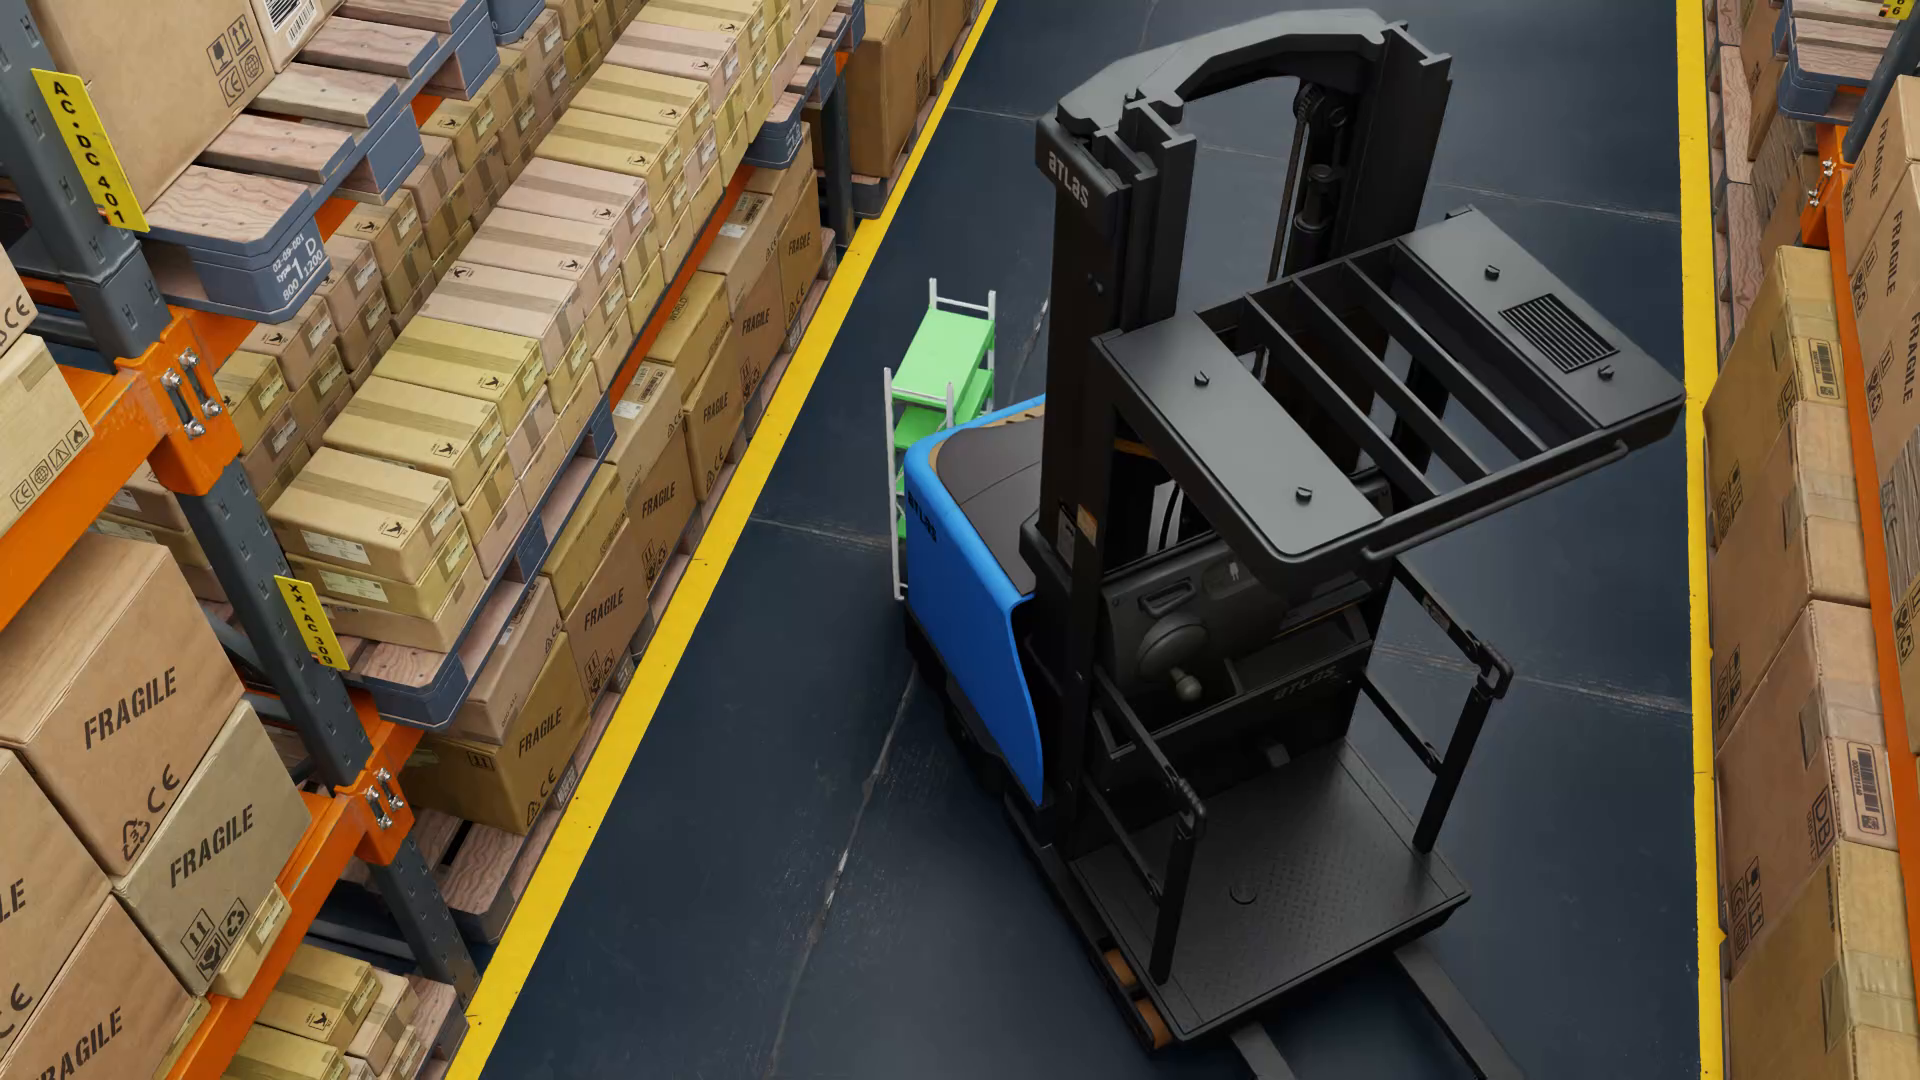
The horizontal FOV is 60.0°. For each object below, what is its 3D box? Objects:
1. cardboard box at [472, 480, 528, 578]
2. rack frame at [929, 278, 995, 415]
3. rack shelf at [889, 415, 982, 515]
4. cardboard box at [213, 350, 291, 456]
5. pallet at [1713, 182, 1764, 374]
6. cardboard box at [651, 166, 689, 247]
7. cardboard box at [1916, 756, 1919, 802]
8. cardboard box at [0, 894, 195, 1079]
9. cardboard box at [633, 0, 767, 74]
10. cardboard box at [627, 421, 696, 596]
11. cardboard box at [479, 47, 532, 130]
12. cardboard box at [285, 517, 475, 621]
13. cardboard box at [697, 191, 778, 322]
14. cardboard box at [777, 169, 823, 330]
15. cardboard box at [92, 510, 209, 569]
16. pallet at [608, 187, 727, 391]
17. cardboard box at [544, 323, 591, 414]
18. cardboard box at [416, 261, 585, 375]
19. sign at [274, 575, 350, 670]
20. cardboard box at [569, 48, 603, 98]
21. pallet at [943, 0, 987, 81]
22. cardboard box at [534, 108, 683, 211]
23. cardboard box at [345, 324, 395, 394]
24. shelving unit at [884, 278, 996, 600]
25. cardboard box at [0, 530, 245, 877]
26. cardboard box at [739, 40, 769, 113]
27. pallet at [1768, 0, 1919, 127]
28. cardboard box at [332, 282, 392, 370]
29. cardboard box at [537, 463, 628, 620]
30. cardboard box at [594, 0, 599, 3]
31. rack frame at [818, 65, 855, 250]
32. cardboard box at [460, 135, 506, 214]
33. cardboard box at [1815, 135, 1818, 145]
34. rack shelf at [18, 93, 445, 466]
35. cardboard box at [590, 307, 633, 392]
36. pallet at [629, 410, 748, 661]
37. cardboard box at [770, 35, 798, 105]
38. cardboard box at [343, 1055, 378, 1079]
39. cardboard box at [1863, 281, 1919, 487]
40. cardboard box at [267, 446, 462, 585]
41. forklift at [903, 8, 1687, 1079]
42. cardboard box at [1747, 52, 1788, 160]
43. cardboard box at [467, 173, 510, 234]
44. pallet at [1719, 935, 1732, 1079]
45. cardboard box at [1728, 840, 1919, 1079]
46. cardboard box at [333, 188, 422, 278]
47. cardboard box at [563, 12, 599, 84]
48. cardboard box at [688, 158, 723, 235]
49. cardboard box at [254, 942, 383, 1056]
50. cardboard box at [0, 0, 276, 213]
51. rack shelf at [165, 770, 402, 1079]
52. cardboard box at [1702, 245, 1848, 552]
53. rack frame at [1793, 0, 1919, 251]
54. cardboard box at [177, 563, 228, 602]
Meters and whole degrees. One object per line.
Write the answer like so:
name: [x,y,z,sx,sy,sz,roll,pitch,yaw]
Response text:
cardboard box: [-1.437,-0.069,4.617,0.380,0.149,0.250,12,50,11]
rack frame: [0.008,-0.498,6.308,0.240,1.200,0.015,13,50,11]
rack shelf: [-0.065,-0.281,6.202,0.258,0.148,0.480,13,50,11]
cardboard box: [-2.065,-0.393,4.506,0.380,0.149,0.250,10,49,9]
pallet: [3.966,-1.101,7.500,1.003,0.211,1.213,12,50,10]
cardboard box: [-1.095,-1.097,5.326,0.380,0.149,0.250,11,49,9]
cardboard box: [2.703,0.653,4.025,0.500,0.500,0.500,13,50,11]
cardboard box: [-2.045,1.032,3.492,0.500,0.500,0.500,10,49,9]
cardboard box: [-0.890,-1.754,5.707,0.380,0.149,0.250,13,50,11]
cardboard box: [-1.339,-0.176,6.211,0.500,0.500,0.500,12,50,11]
cardboard box: [-1.652,-1.516,5.497,0.380,0.149,0.250,13,50,11]
cardboard box: [-1.505,0.034,4.327,0.380,0.149,0.250,12,50,11]
cardboard box: [-1.049,-1.157,6.576,0.500,0.250,0.500,12,50,11]
cardboard box: [-0.920,-1.295,7.198,0.500,0.500,0.500,11,50,10]
cardboard box: [-2.138,-0.098,4.444,0.380,0.149,0.250,13,50,11]
pallet: [-1.481,-1.007,5.685,1.003,0.211,1.213,12,50,10]
cardboard box: [-1.303,-0.529,4.824,0.380,0.149,0.250,10,49,8]
cardboard box: [-1.299,-0.632,4.717,0.380,0.149,0.250,11,49,10]
sign: [-1.527,0.198,3.916,0.100,0.325,0.005,12,50,10]
cardboard box: [-1.523,-1.698,6.054,0.380,0.149,0.250,14,50,12]
pallet: [-0.396,-3.023,9.196,1.003,0.211,1.213,12,50,10]
cardboard box: [-1.098,-1.195,5.214,0.380,0.149,0.250,13,50,11]
cardboard box: [-1.937,-0.549,5.040,0.380,0.149,0.250,9,49,8]
shelving unit: [-0.065,-0.324,6.154,0.258,1.200,0.503,13,50,11]
cardboard box: [-1.915,0.314,3.459,0.500,0.500,0.500,10,49,9]
cardboard box: [-0.892,-1.653,5.816,0.380,0.149,0.250,12,50,10]
pallet: [3.844,-1.932,6.501,1.213,0.211,1.003,12,50,10]
cardboard box: [-1.934,-0.667,4.946,0.380,0.149,0.250,10,49,9]
cardboard box: [-1.465,-0.045,5.595,0.500,0.250,0.500,13,50,11]
cardboard box: [-1.445,-2.096,6.009,0.380,0.149,0.250,11,50,10]
rack frame: [-0.999,-2.511,6.884,1.000,3.000,0.127,12,50,10]
cardboard box: [-1.725,-1.227,5.440,0.380,0.149,0.250,13,50,11]
cardboard box: [4.036,-1.902,7.220,0.500,0.250,0.500,17,51,14]
rack shelf: [-1.526,-1.819,4.752,1.077,0.370,4.000,12,50,10]
cardboard box: [-1.234,-0.615,5.098,0.380,0.149,0.250,10,49,8]
pallet: [-1.530,-0.143,6.655,1.003,0.211,1.213,12,50,10]
cardboard box: [-0.820,-1.754,6.103,0.380,0.149,0.250,12,50,11]
cardboard box: [-1.888,1.577,4.699,0.380,0.149,0.250,9,49,8]
cardboard box: [3.104,-0.449,4.998,0.500,0.500,0.500,11,49,9]
cardboard box: [-1.505,-0.064,4.216,0.380,0.149,0.250,14,50,12]
forklift: [0.916,0.243,4.500,1.130,2.935,3.031,-21,52,-18]
cardboard box: [4.192,-2.081,7.879,0.700,0.500,0.500,15,50,13]
cardboard box: [-1.729,-1.135,5.558,0.380,0.149,0.250,10,49,9]
pallet: [2.837,1.784,4.953,1.003,0.211,1.213,12,50,10]
cardboard box: [2.855,1.532,4.453,1.225,0.875,0.875,12,50,10]
cardboard box: [-1.858,-0.947,4.995,0.380,0.149,0.250,10,49,9]
cardboard box: [-1.523,-1.782,5.930,0.380,0.149,0.250,12,50,10]
cardboard box: [-1.028,-1.192,5.608,0.380,0.149,0.250,13,50,11]
cardboard box: [-1.895,1.299,4.746,0.380,0.149,0.250,13,50,11]
cardboard box: [-1.846,-1.034,3.234,0.700,0.500,0.500,12,50,10]
rack shelf: [-2.579,2.067,3.323,1.077,0.370,4.000,12,50,10]
cardboard box: [3.557,-0.400,6.158,1.225,0.875,0.875,9,49,8]
rack frame: [3.759,-1.459,5.956,1.000,3.000,0.127,12,50,10]
cardboard box: [-2.139,0.000,4.555,0.380,0.149,0.250,11,49,9]
